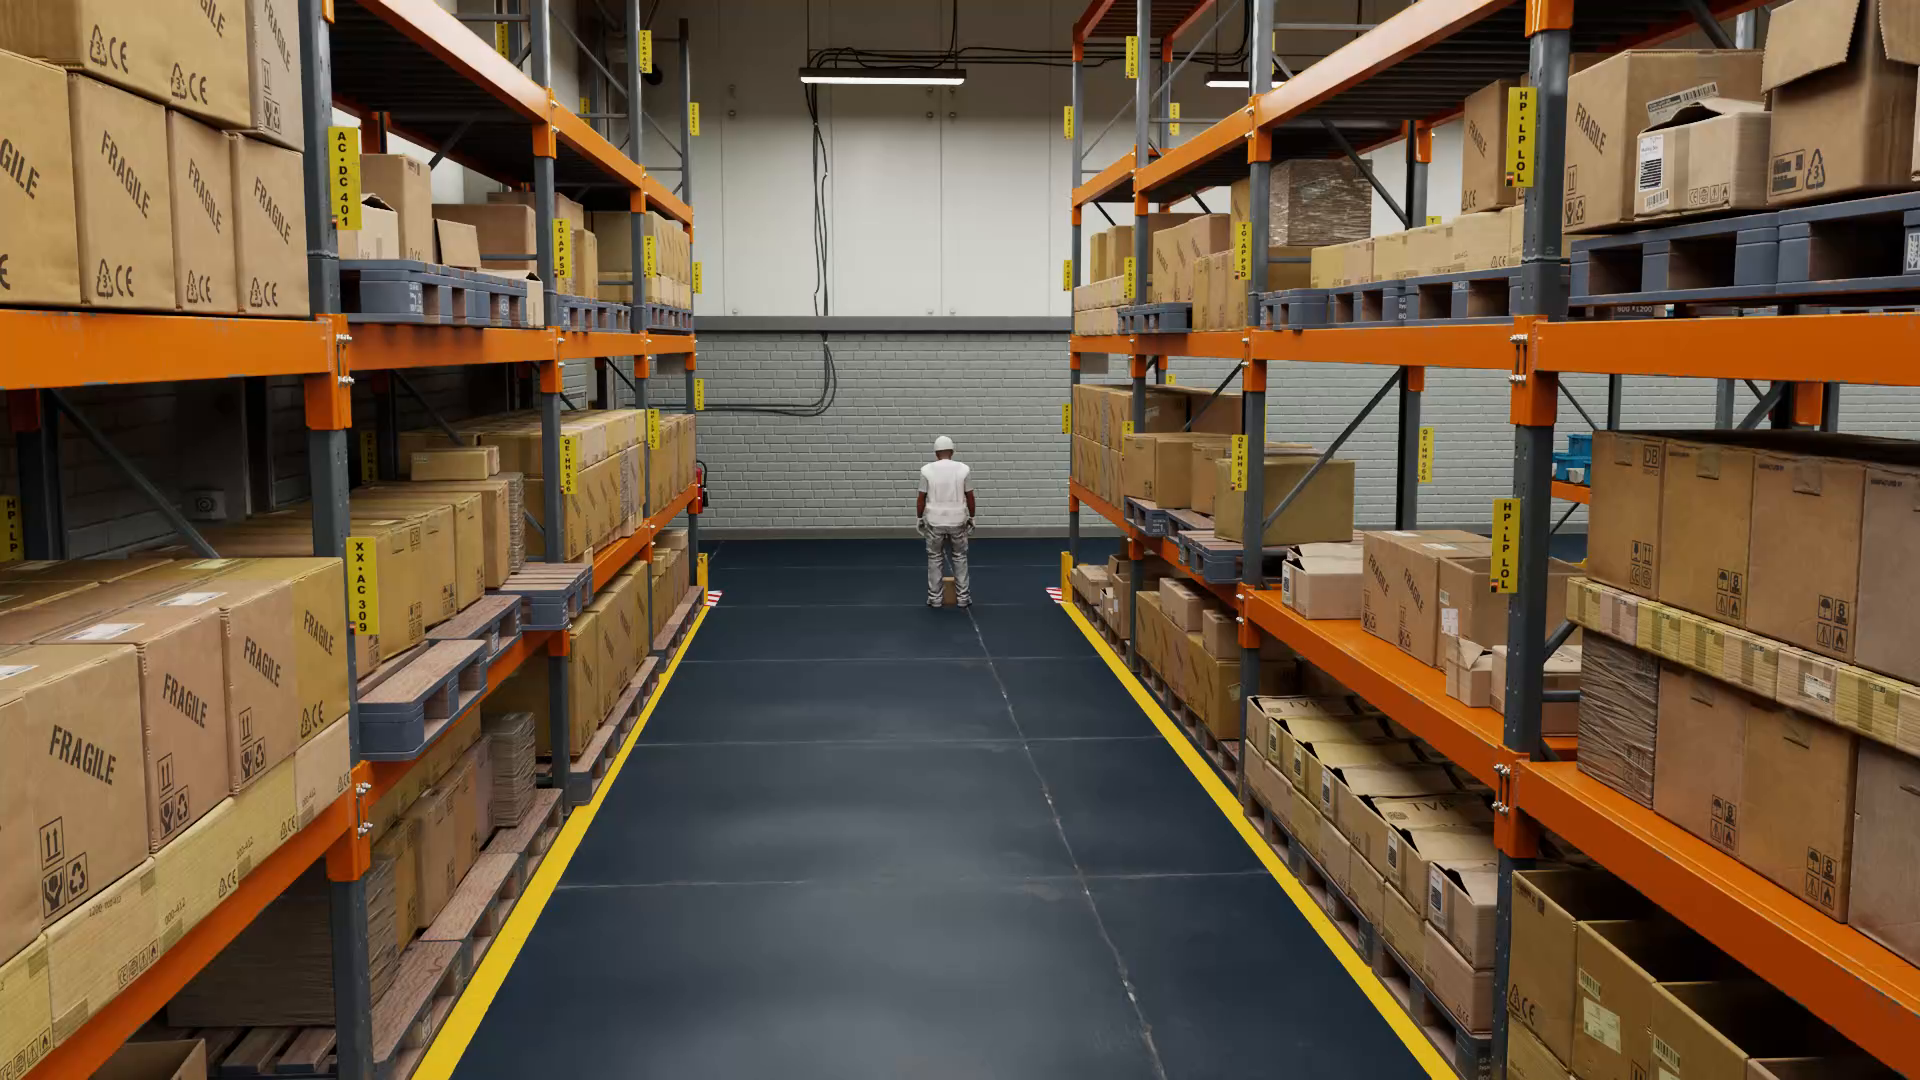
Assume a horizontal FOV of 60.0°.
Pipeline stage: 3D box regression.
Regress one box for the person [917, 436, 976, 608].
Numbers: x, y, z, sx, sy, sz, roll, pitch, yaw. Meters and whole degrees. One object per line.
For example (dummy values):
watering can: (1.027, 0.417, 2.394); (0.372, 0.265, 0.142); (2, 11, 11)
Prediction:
person: (-0.140, -0.192, 17.309); (0.617, 1.774, 0.449); (0, 7, -3)
